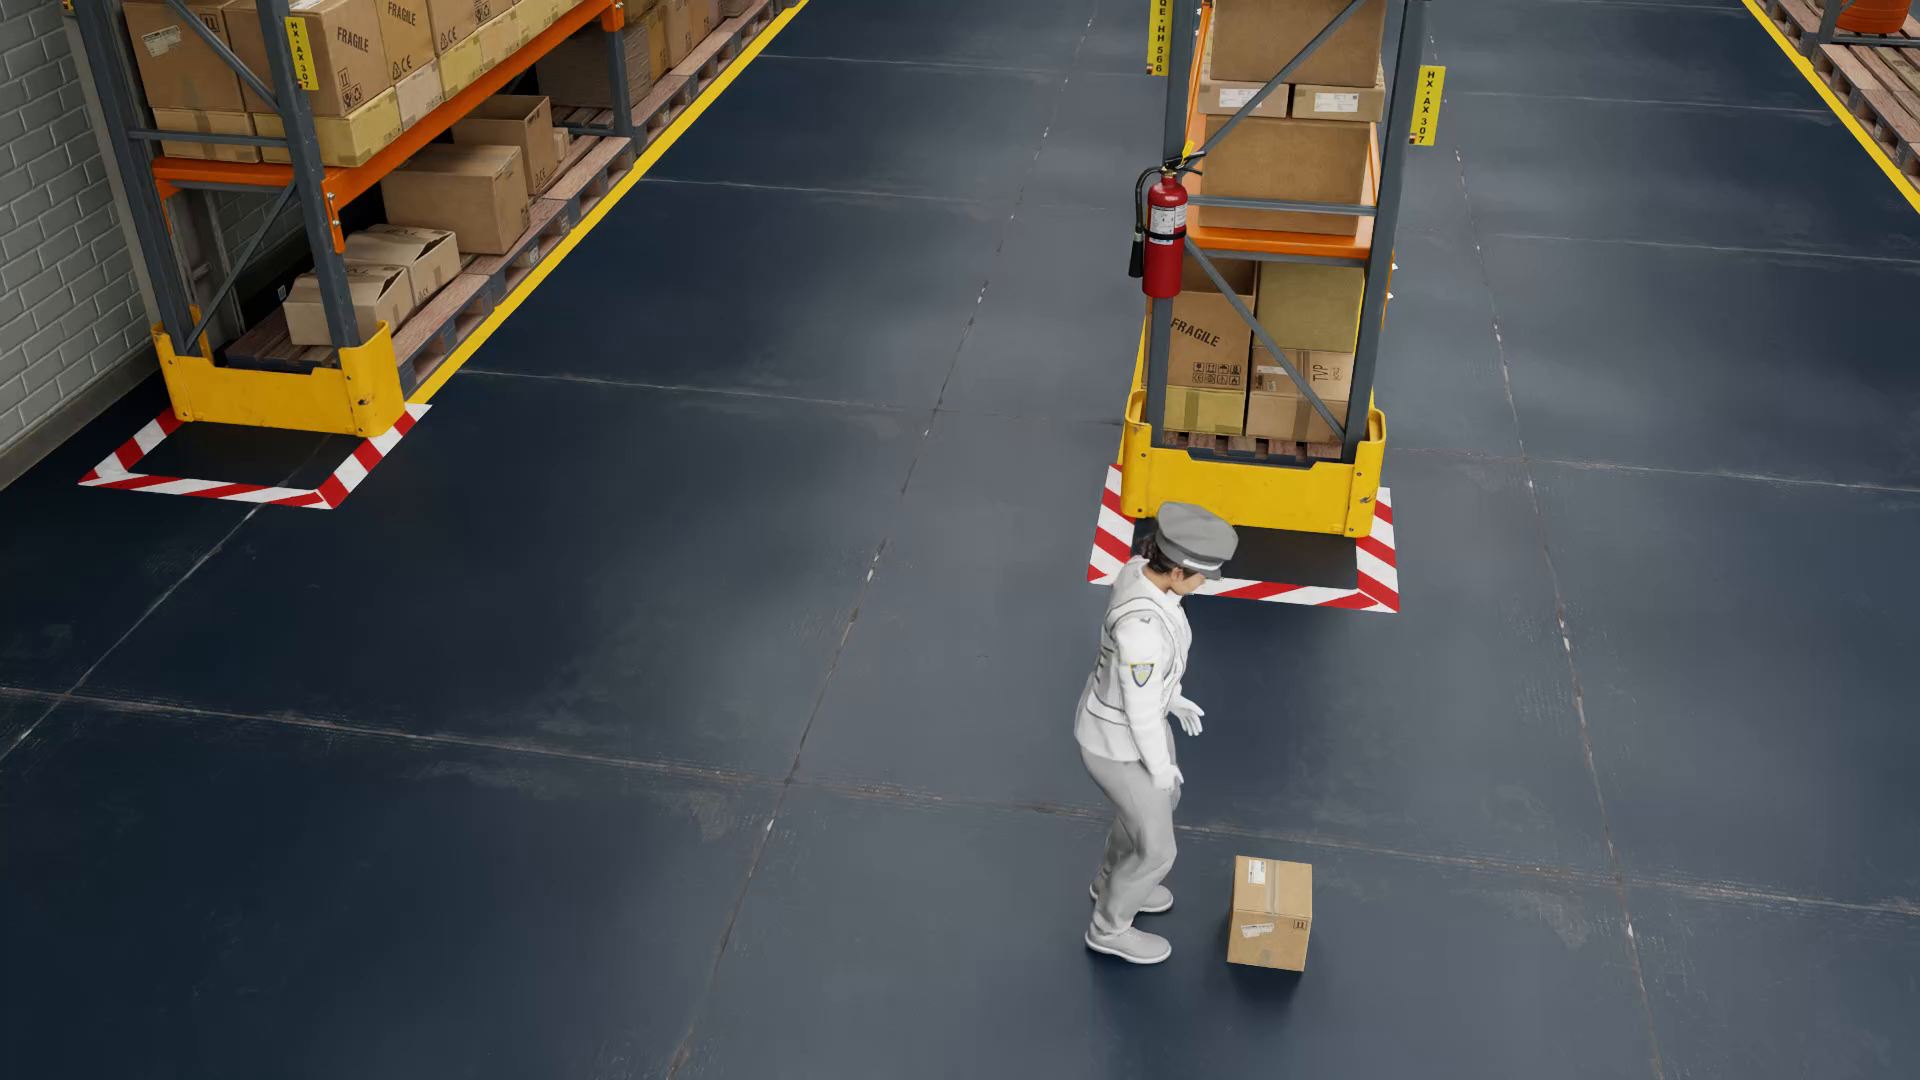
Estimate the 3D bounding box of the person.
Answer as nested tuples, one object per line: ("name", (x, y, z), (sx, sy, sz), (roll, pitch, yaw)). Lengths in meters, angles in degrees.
("person", (0.587, 0.607, 5.235), (0.442, 1.626, 0.500), (6, 33, 9))
